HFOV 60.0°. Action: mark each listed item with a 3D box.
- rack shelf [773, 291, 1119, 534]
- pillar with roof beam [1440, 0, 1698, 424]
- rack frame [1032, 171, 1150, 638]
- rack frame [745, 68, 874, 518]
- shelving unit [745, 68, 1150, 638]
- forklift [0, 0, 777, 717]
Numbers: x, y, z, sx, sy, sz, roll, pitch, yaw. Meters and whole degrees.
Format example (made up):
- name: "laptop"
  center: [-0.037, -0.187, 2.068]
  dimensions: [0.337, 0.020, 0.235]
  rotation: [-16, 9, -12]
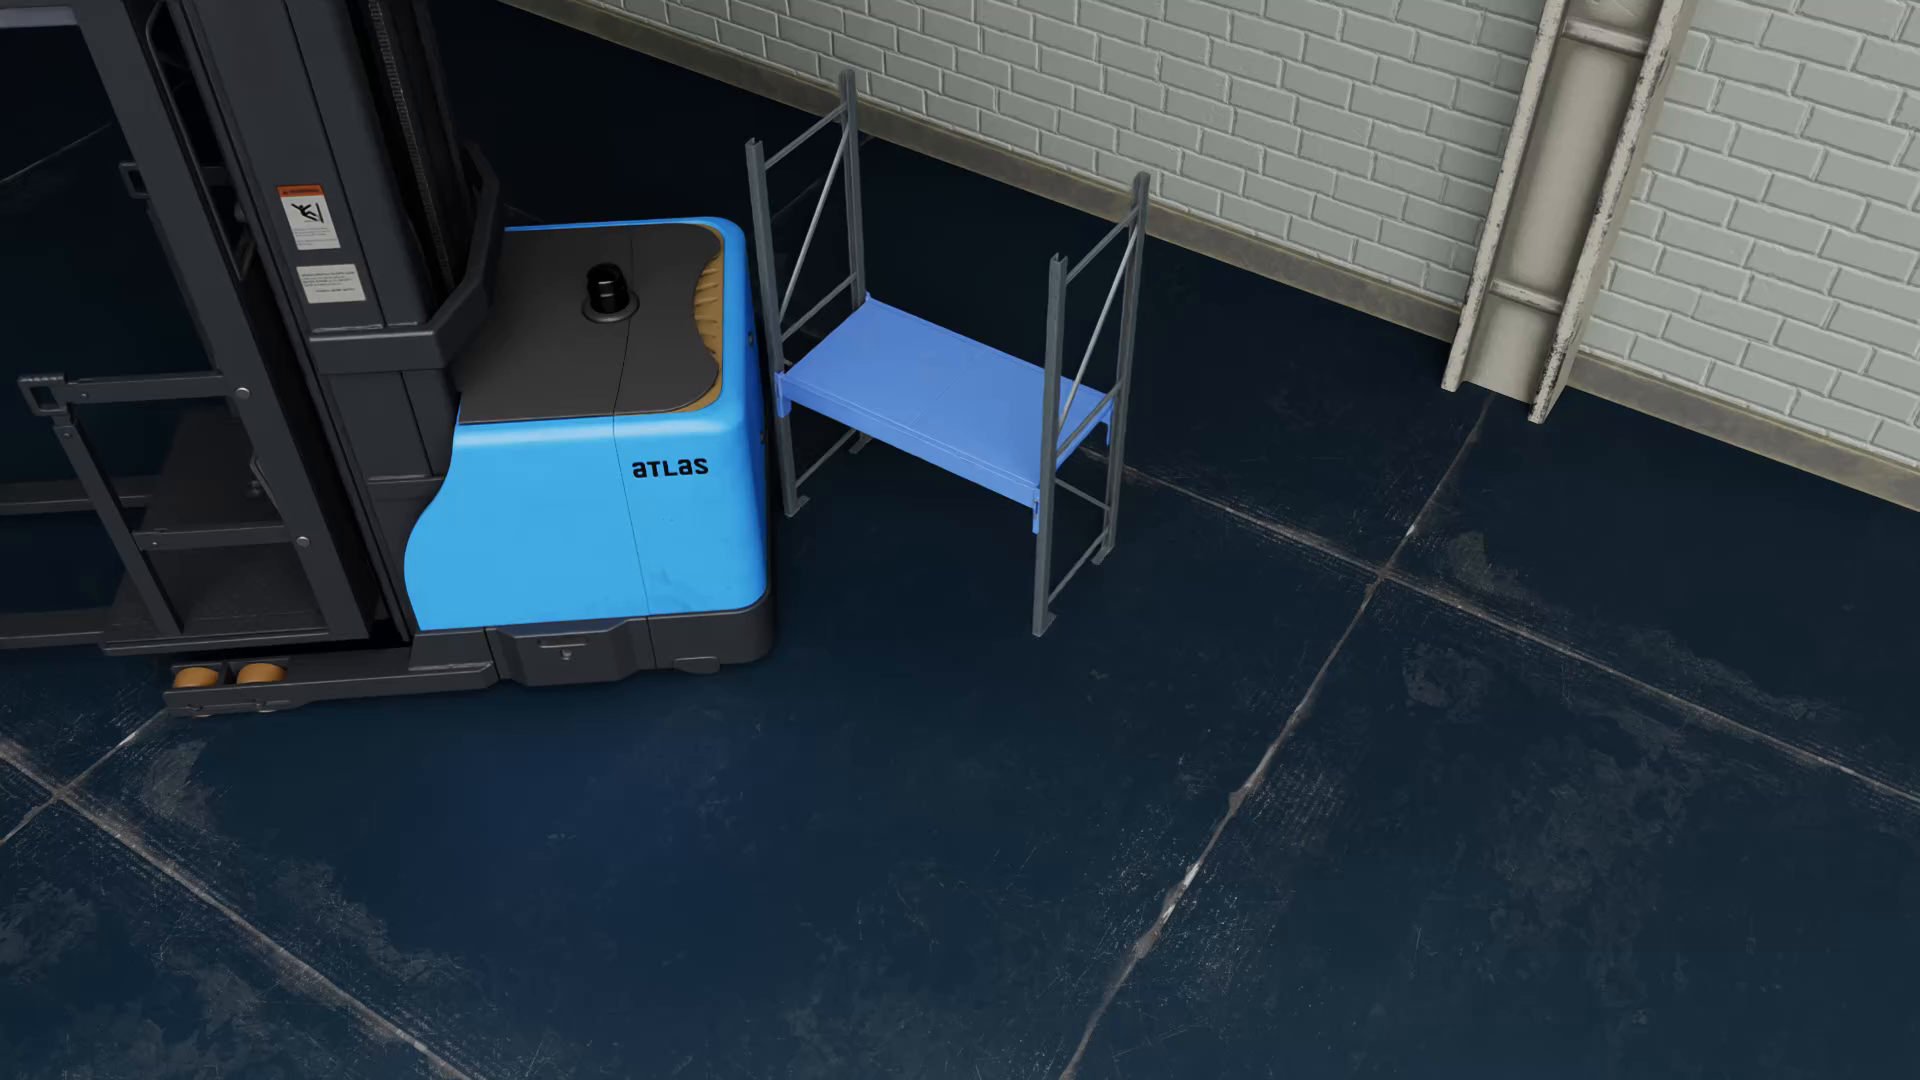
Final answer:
- name: "rack shelf"
  center: [-0.042, -0.431, 5.374]
  dimensions: [1.000, 0.185, 0.538]
  rotation: [25, 51, 22]
- name: "pillar with roof beam"
  center: [-0.252, -1.134, 0.578]
  dimensions: [0.400, 9.000, 9.100]
  rotation: [25, 51, 22]
- name: "rack frame"
  center: [0.385, -0.358, 5.052]
  dimensions: [0.032, 1.500, 0.500]
  rotation: [25, 51, 22]
- name: "rack frame"
  center: [-0.468, -0.756, 5.438]
  dimensions: [0.032, 1.500, 0.500]
  rotation: [25, 51, 22]
- name: "shelving unit"
  center: [-0.042, -0.557, 5.245]
  dimensions: [1.048, 1.500, 0.538]
  rotation: [25, 51, 22]
- name: "forklift"
  center: [-2.136, -0.866, 4.548]
  dimensions: [3.031, 2.935, 1.130]
  rotation: [-4, 46, -4]
